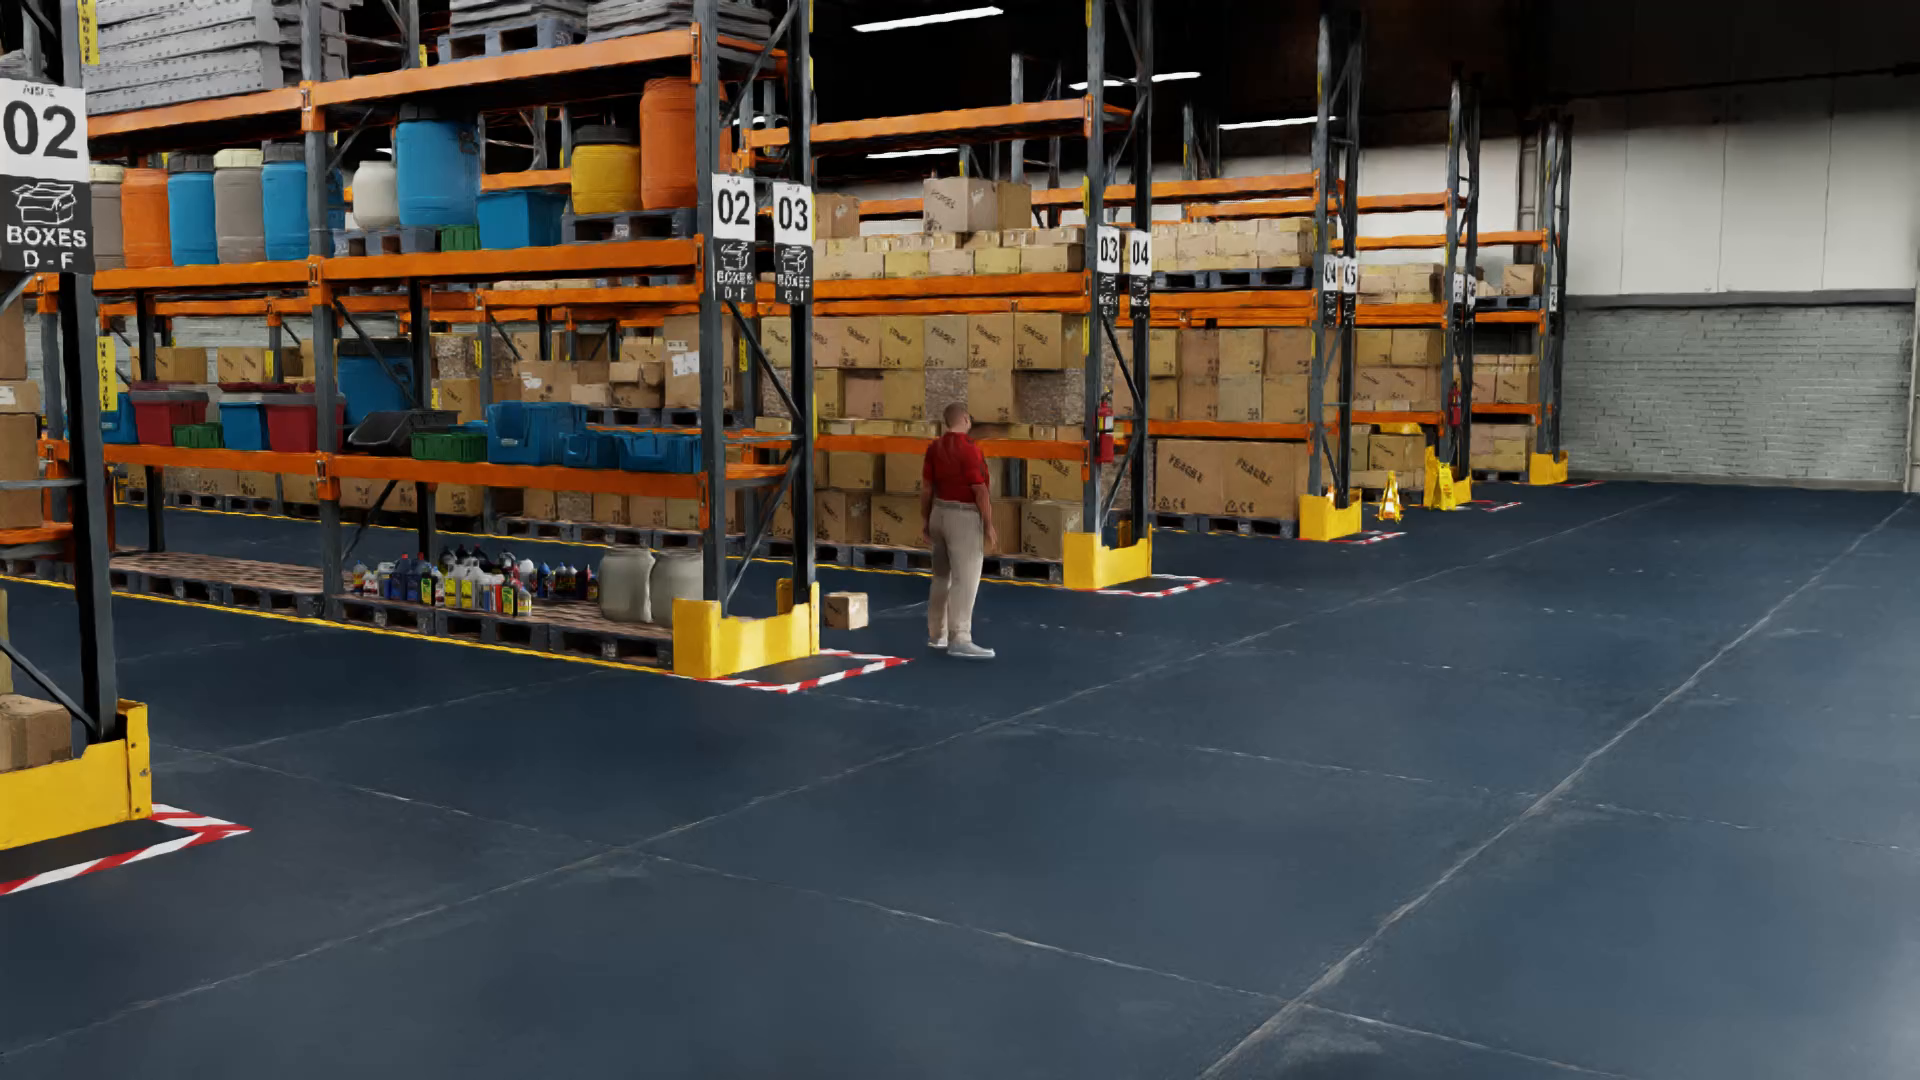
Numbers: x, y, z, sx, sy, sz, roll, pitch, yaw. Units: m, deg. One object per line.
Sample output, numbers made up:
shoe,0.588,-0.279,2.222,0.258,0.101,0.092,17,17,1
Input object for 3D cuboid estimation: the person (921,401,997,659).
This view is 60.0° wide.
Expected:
person,-0.010,-0.084,11.421,0.395,1.734,0.692,-5,8,-39
